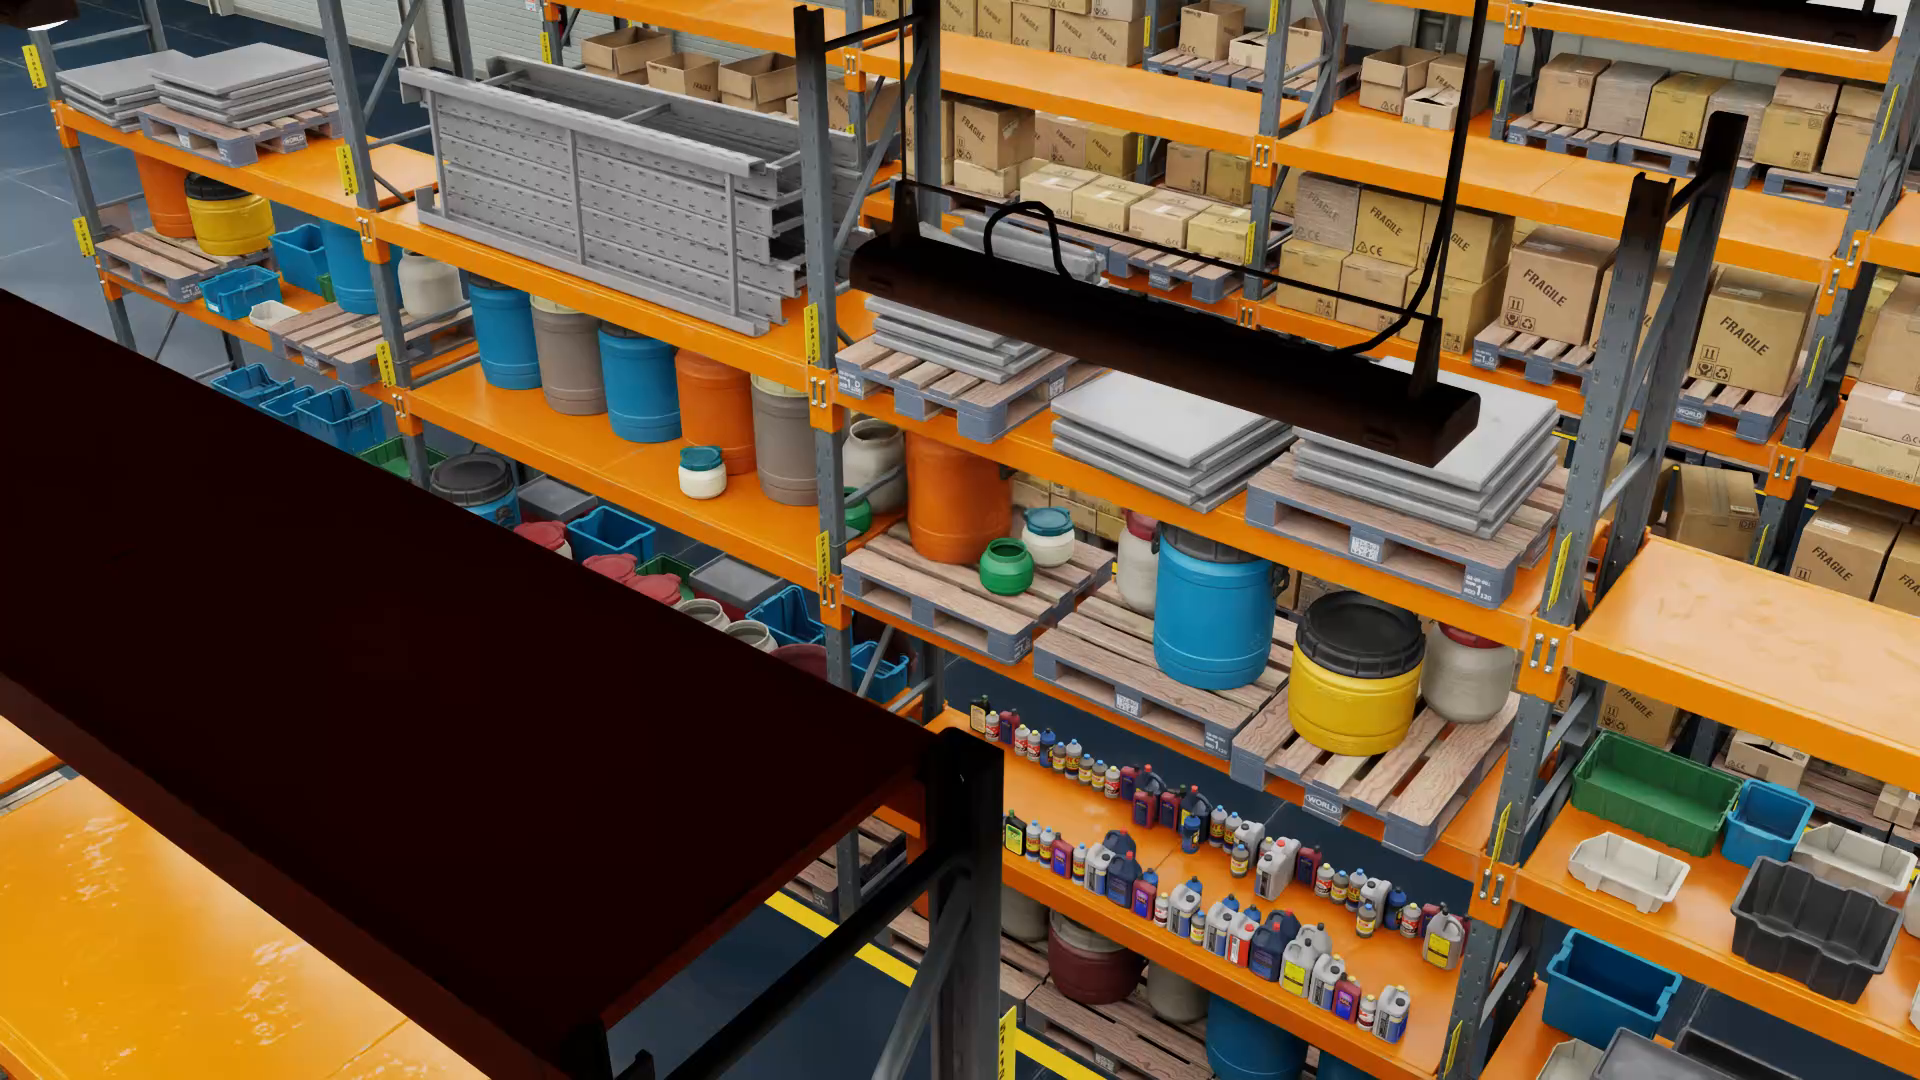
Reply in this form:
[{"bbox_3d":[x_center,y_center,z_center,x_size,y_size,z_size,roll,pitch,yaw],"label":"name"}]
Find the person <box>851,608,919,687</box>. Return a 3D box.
[{"bbox_3d":[-0.538,0.711,12.034,0.610,1.710,0.687,-20,37,-29],"label":"person"}]
